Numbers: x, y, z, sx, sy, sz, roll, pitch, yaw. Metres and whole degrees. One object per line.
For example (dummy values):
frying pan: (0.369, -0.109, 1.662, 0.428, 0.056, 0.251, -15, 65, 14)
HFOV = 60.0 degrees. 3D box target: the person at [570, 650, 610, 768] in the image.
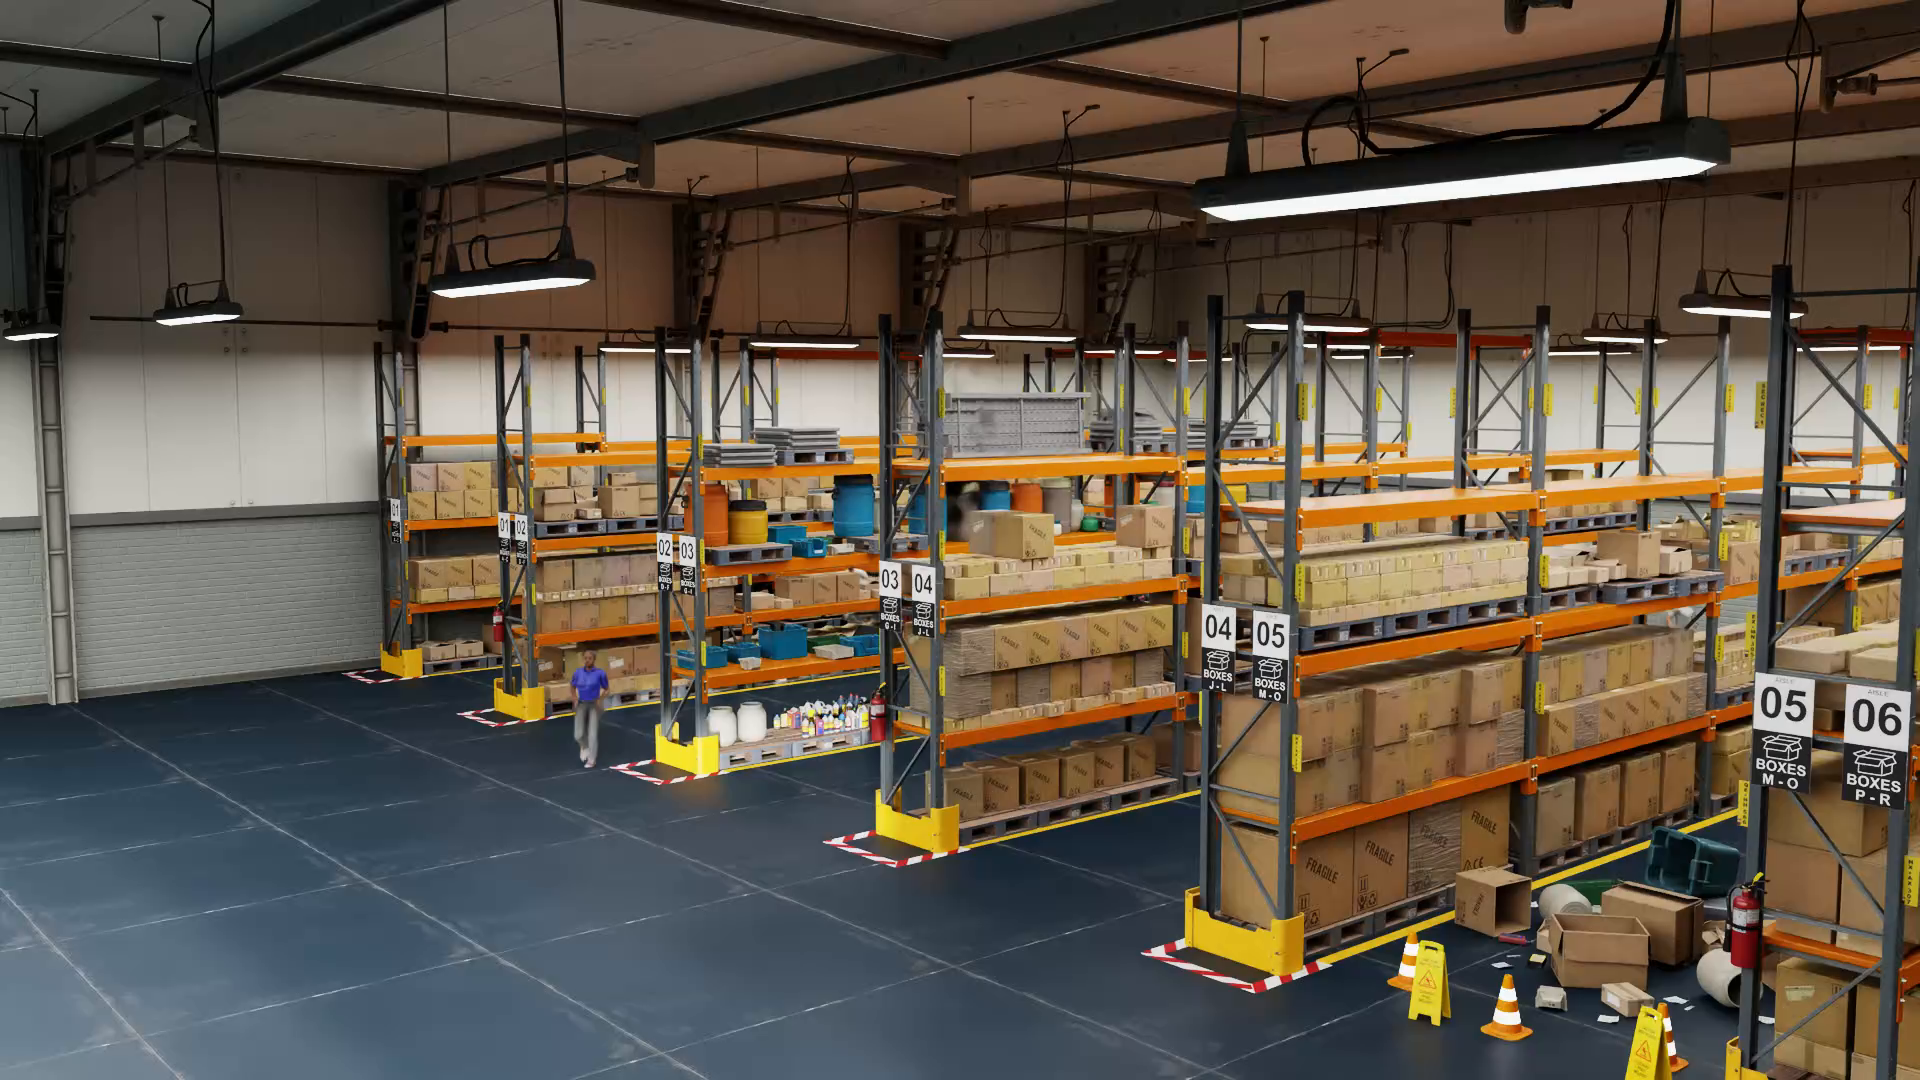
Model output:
person: (-5.048, 2.301, 22.636, 0.555, 1.612, 0.547, 0, 5, -3)

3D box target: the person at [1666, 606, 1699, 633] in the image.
person: (12.776, 1.672, 29.445, 0.646, 1.634, 0.791, -2, 6, -25)

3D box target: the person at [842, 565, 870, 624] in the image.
person: (-2.238, 1.218, 33.739, 0.684, 1.746, 0.659, 4, 7, 37)
